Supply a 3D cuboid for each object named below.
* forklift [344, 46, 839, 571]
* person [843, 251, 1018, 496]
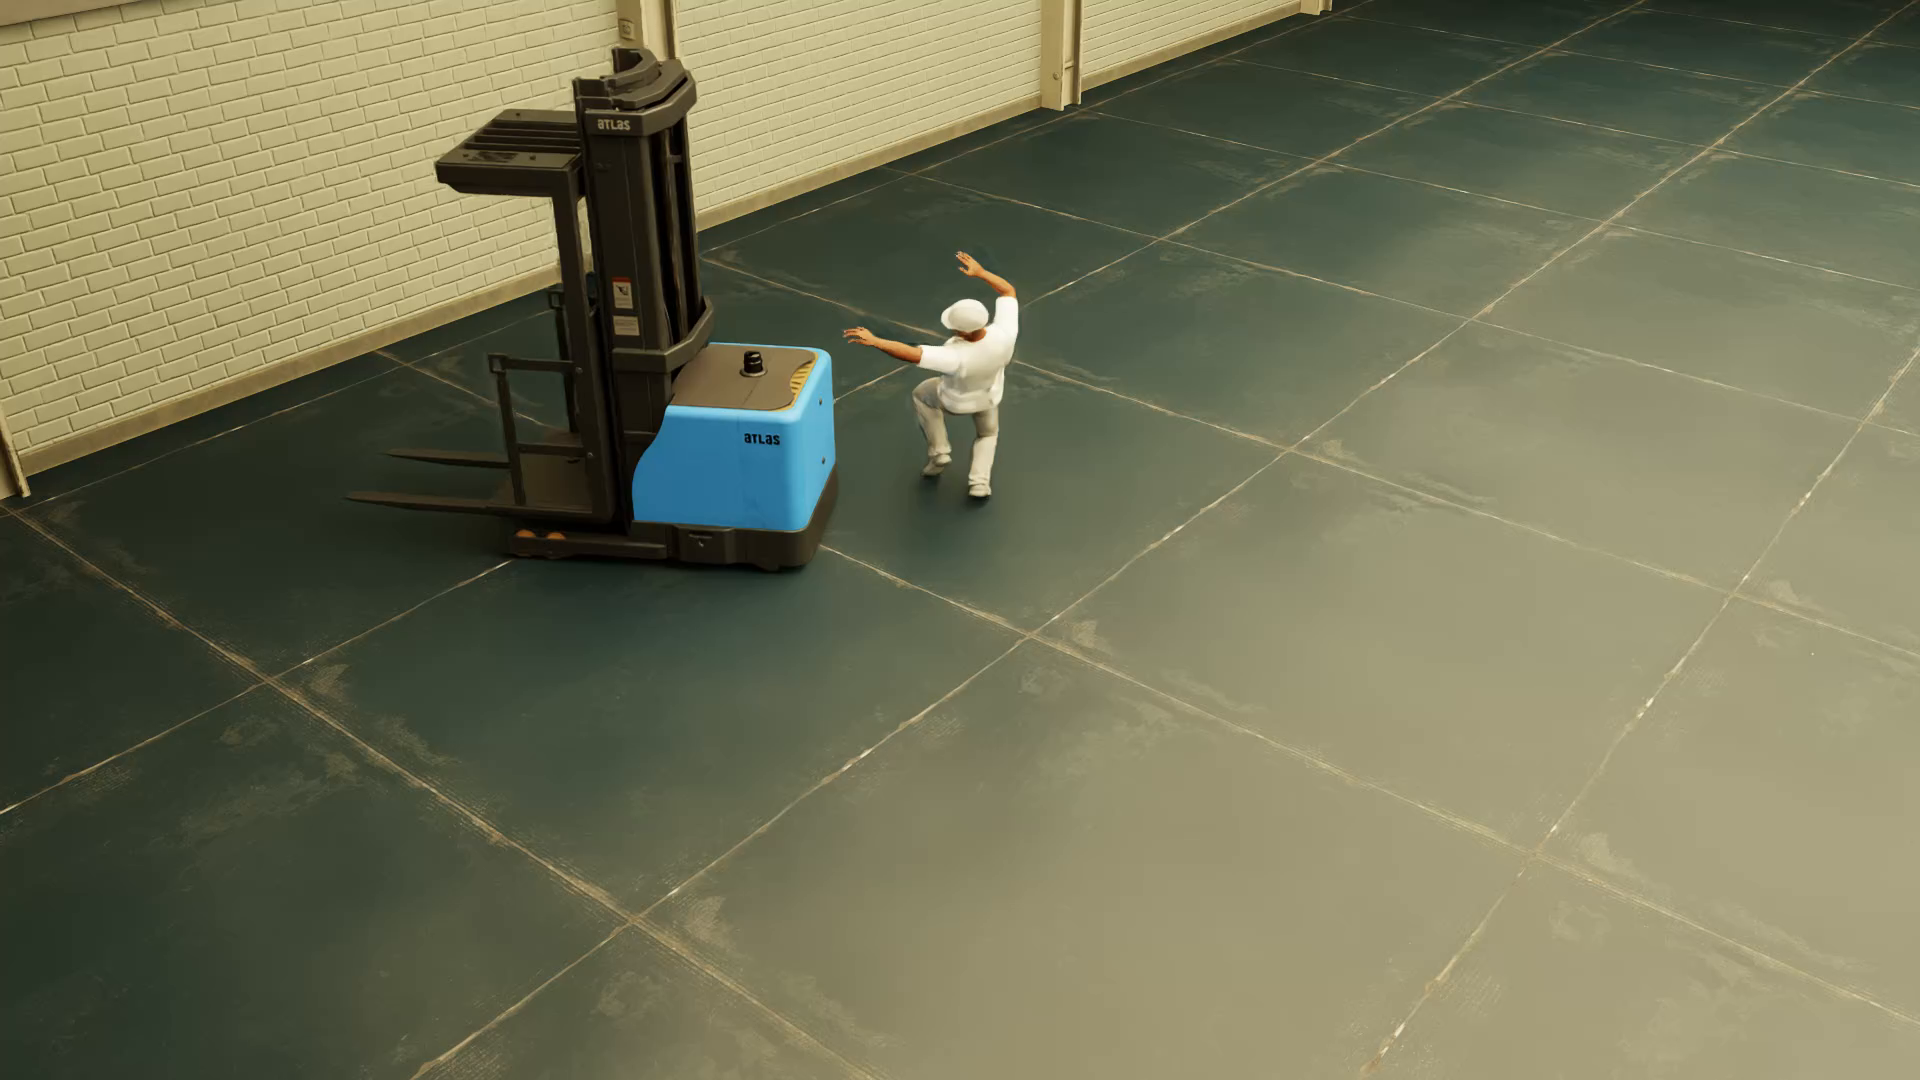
[{"bbox_3d":[-2.352,-1.403,9.996,3.031,2.935,1.130,4,31,7],"label":"forklift"},{"bbox_3d":[-0.214,-1.019,10.677,1.156,1.640,0.841,-7,31,-12],"label":"person"}]
